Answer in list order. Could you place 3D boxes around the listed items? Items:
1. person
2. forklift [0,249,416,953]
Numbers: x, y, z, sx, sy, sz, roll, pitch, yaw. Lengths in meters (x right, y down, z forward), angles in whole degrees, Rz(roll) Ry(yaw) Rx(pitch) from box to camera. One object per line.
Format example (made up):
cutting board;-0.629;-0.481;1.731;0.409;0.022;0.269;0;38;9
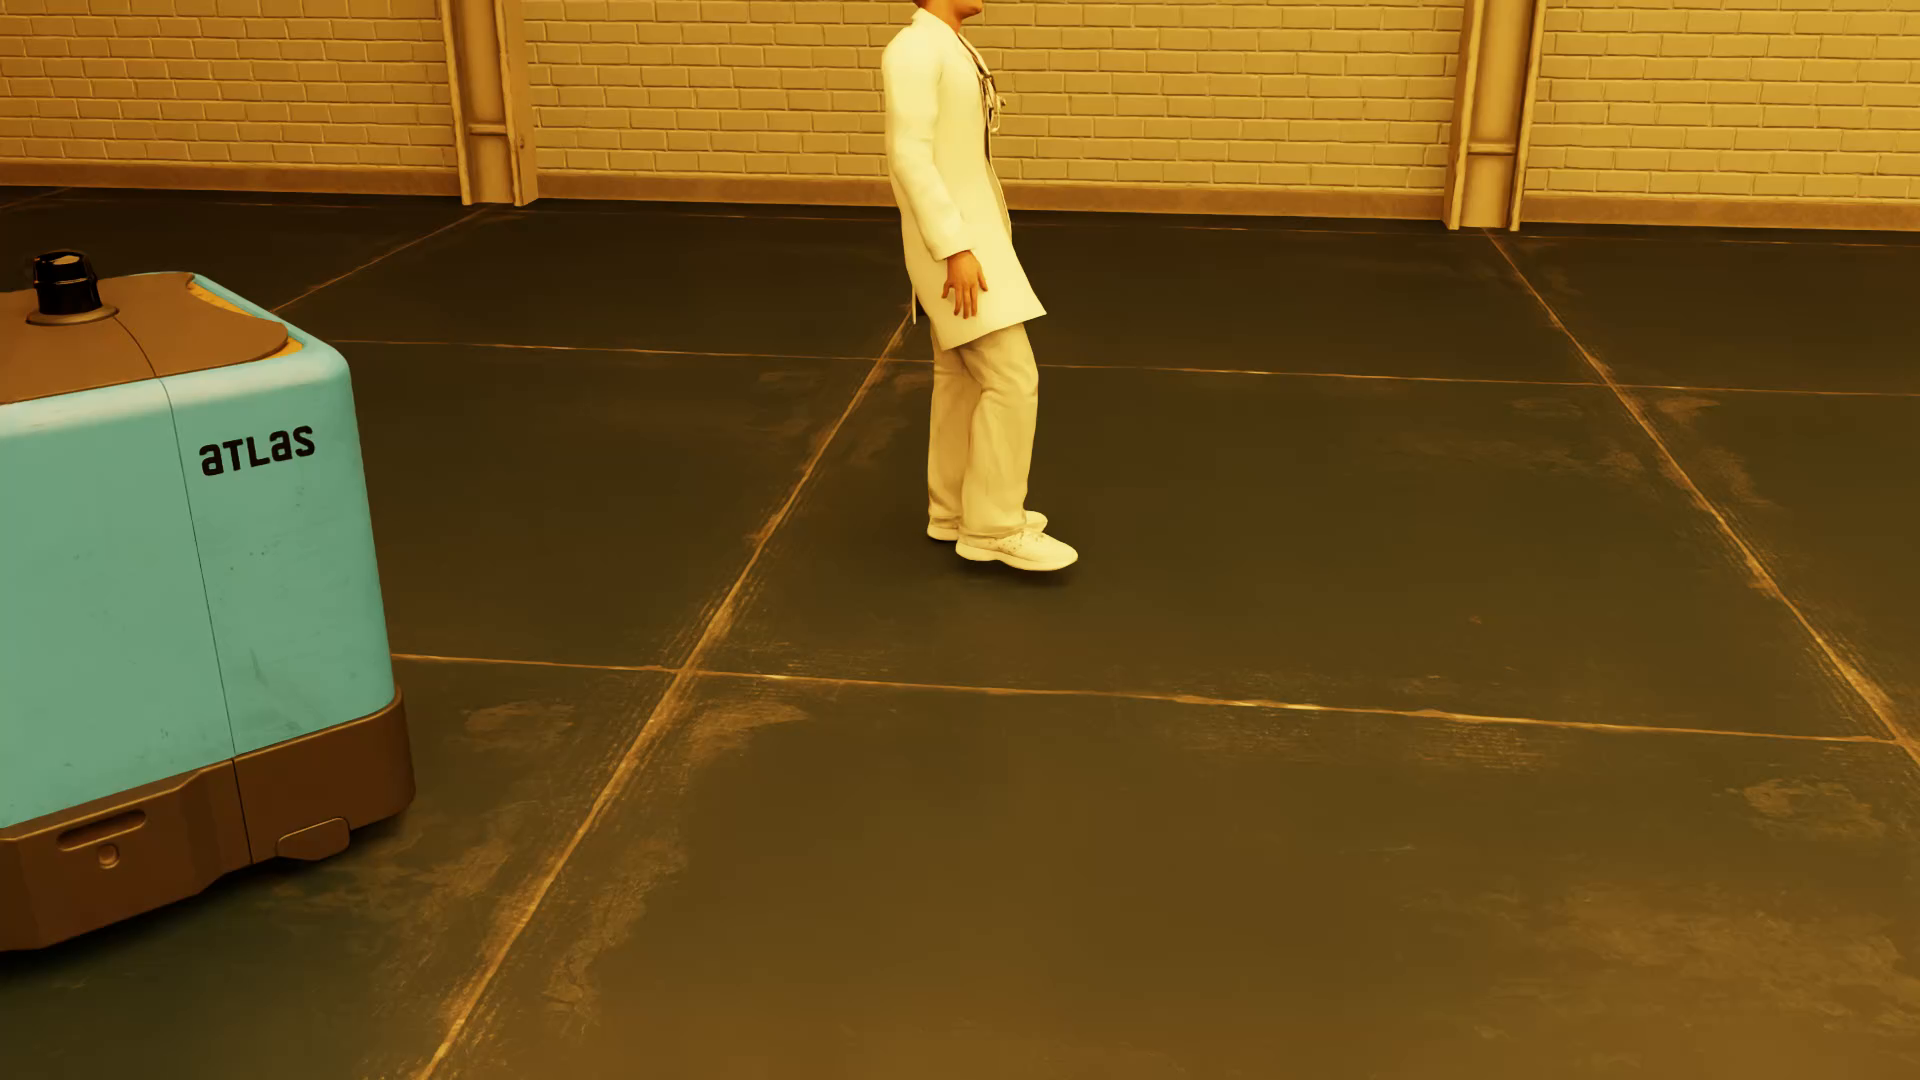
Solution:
person;0.089;-0.826;4.827;0.582;1.775;0.694;3;22;7
forklift;-2.635;-0.515;2.533;3.031;2.935;1.130;-17;28;-36
